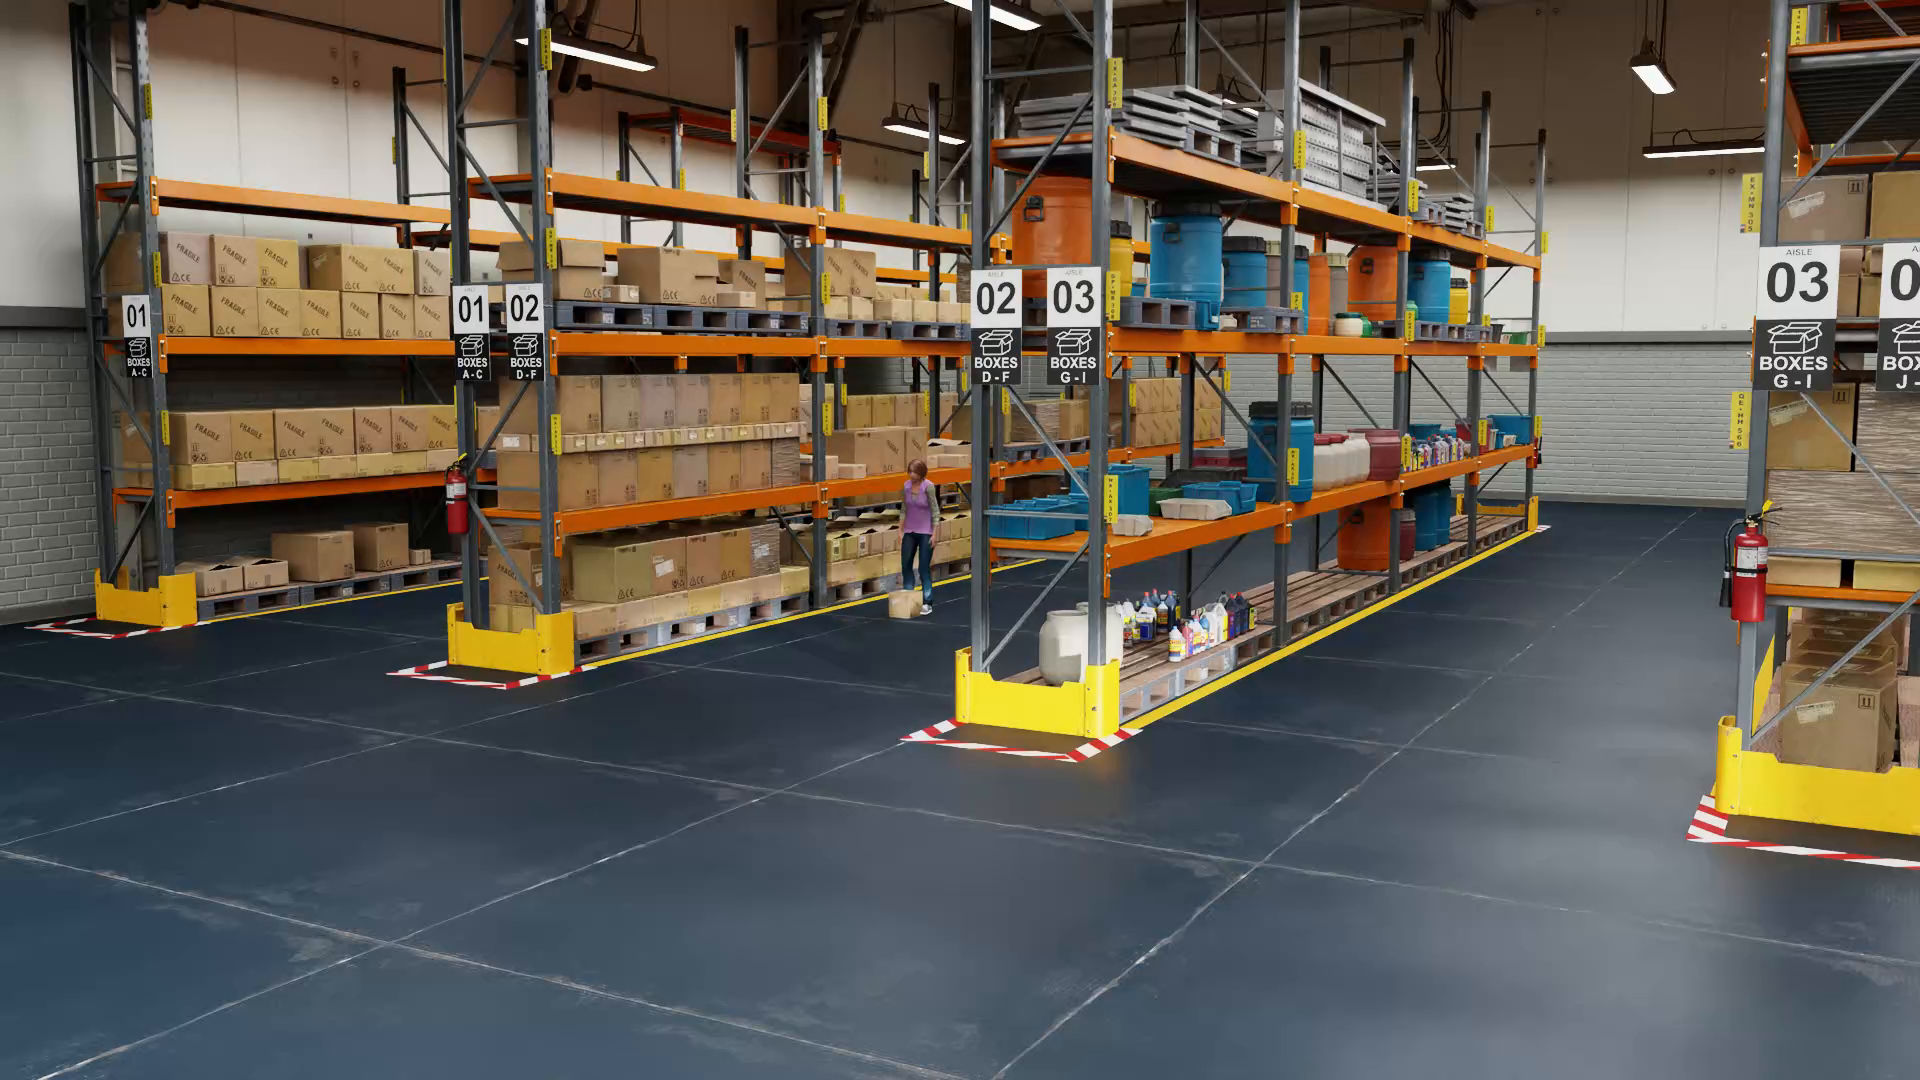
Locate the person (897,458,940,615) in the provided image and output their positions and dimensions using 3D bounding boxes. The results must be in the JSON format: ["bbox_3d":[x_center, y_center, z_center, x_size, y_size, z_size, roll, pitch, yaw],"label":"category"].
[{"bbox_3d":[-0.429,-0.042,16.958,0.480,1.592,0.346,3,7,28],"label":"person"}]
